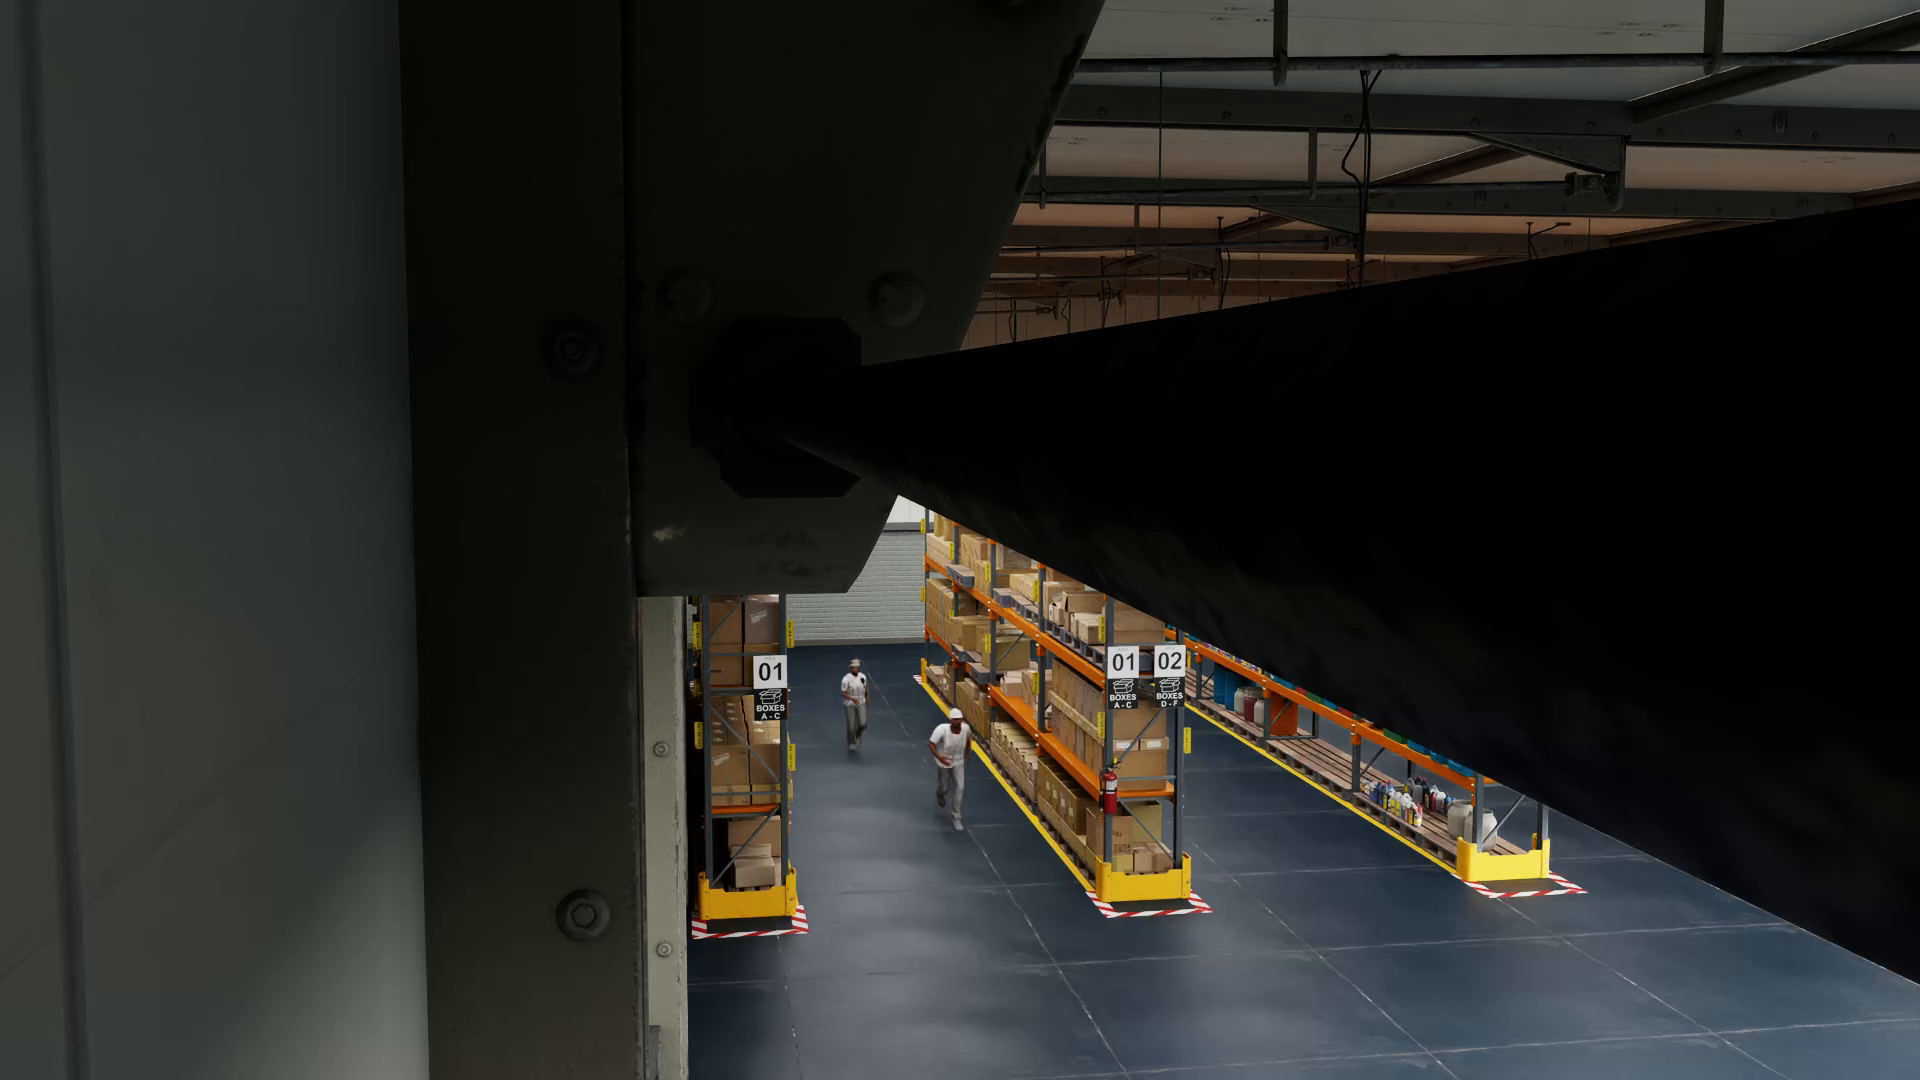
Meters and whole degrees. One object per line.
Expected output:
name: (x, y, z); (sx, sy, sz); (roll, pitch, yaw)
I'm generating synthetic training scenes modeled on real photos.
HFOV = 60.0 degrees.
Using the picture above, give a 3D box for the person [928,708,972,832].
person: (-0.147, 3.316, 24.522); (0.700, 1.753, 1.097); (-1, 5, -16)

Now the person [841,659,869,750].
person: (-1.831, 2.915, 29.430); (0.551, 1.648, 0.664); (-2, 5, -22)
